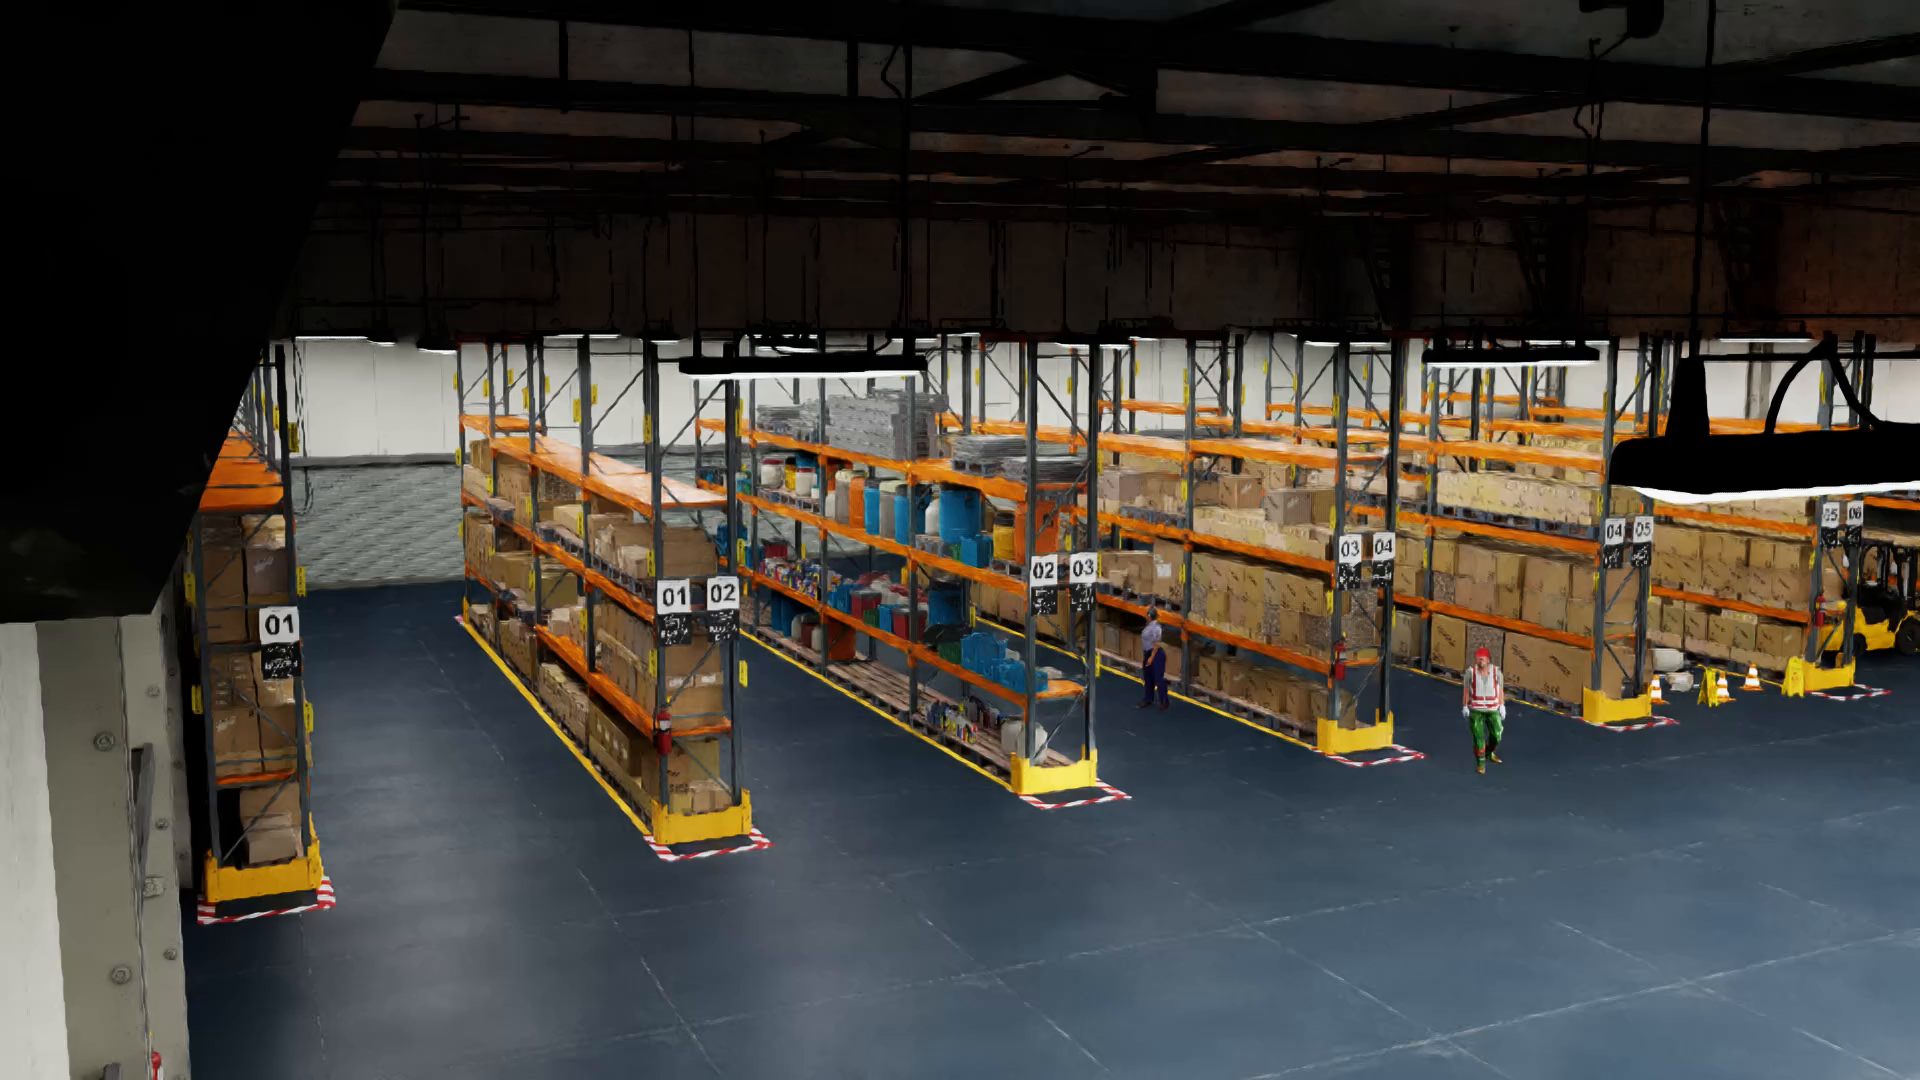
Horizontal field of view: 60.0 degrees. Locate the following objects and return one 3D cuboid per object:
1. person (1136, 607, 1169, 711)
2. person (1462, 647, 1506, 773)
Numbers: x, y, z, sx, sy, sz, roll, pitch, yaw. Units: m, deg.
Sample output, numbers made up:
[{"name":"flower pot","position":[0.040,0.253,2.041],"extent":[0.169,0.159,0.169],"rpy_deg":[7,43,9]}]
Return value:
[{"name":"person","position":[3.122,1.905,26.902],"extent":[0.493,1.676,0.541],"rpy_deg":[-2,8,-12]},{"name":"person","position":[7.299,2.341,23.165],"extent":[0.589,1.779,0.572],"rpy_deg":[1,8,11]}]
